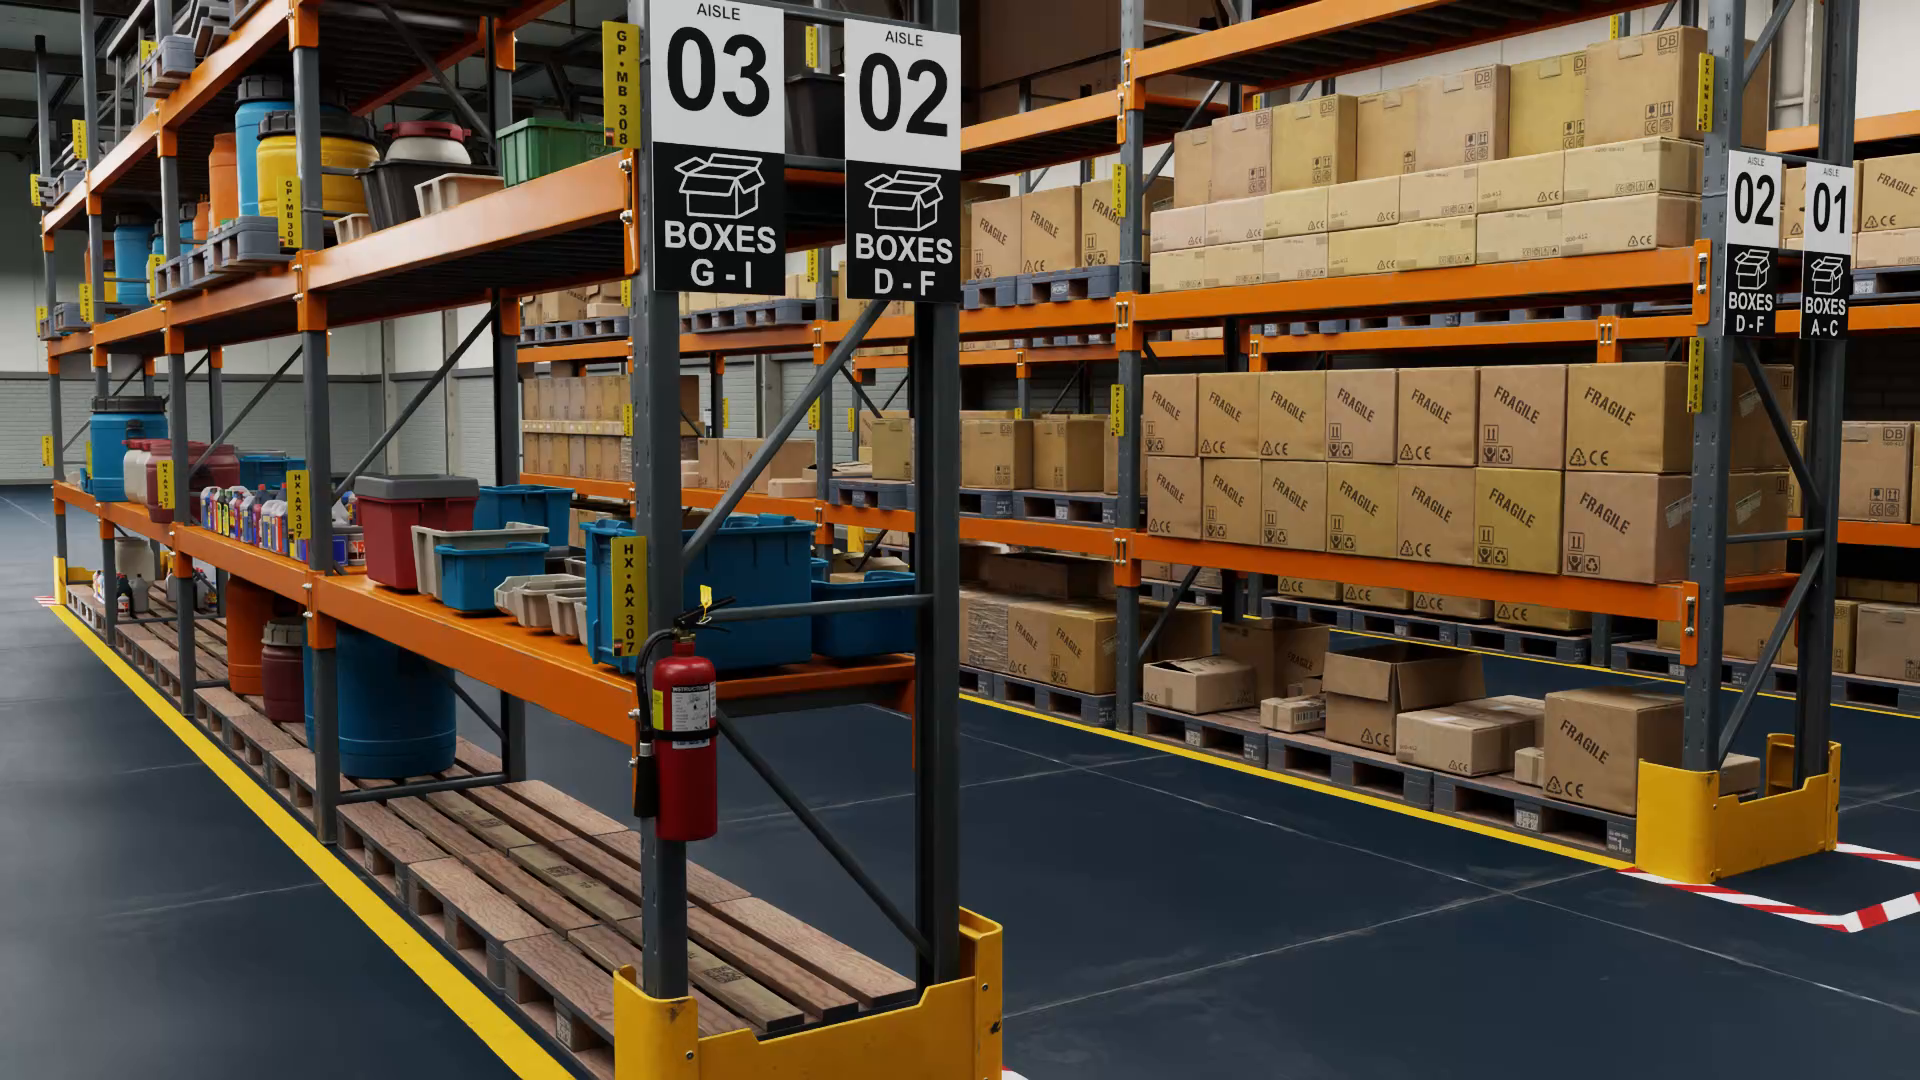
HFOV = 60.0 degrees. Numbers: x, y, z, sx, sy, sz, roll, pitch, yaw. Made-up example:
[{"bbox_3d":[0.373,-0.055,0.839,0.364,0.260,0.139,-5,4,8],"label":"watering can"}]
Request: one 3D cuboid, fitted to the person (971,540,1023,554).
[{"bbox_3d":[0.317,-0.023,15.718,0.878,1.749,0.688,2,5,20],"label":"person"}]
